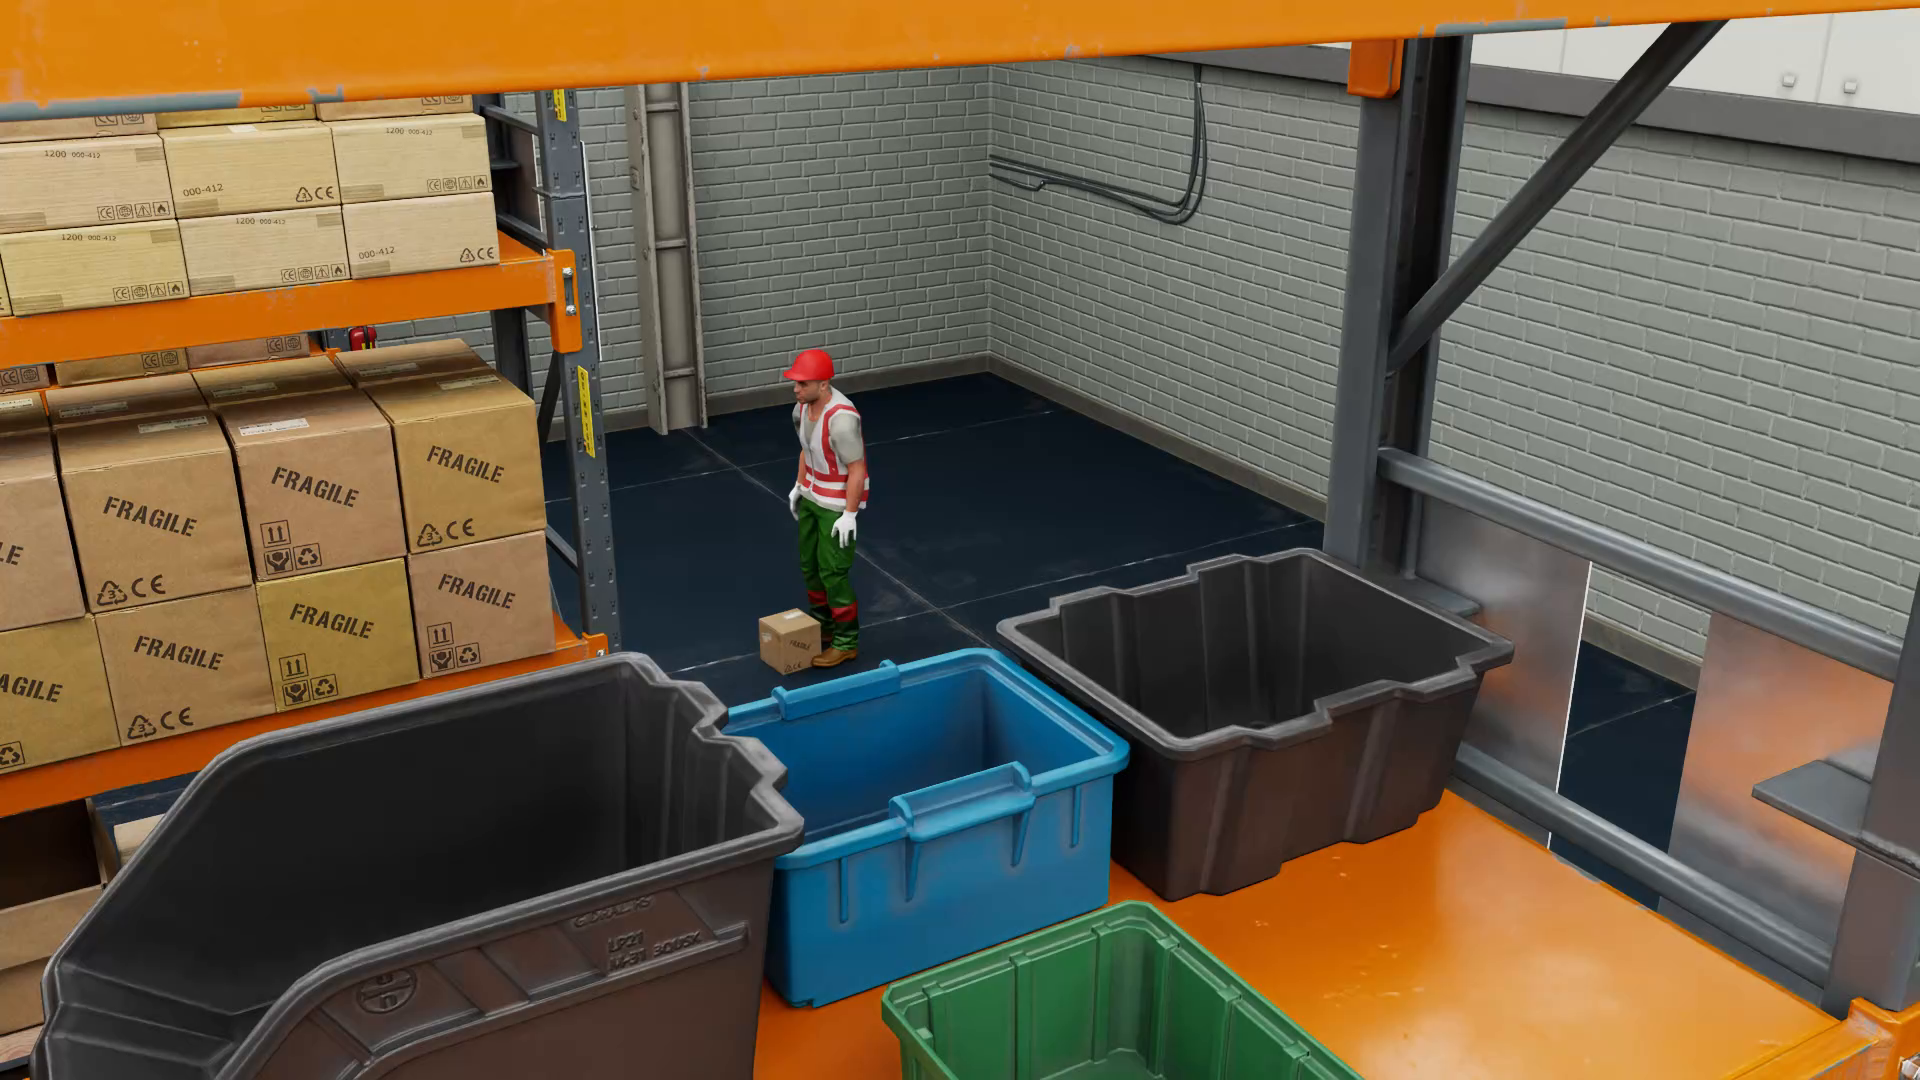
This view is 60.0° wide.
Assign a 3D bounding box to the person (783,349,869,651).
[{"bbox_3d":[-0.736,-0.212,9.024,0.451,1.720,0.582,-14,25,-31],"label":"person"}]
